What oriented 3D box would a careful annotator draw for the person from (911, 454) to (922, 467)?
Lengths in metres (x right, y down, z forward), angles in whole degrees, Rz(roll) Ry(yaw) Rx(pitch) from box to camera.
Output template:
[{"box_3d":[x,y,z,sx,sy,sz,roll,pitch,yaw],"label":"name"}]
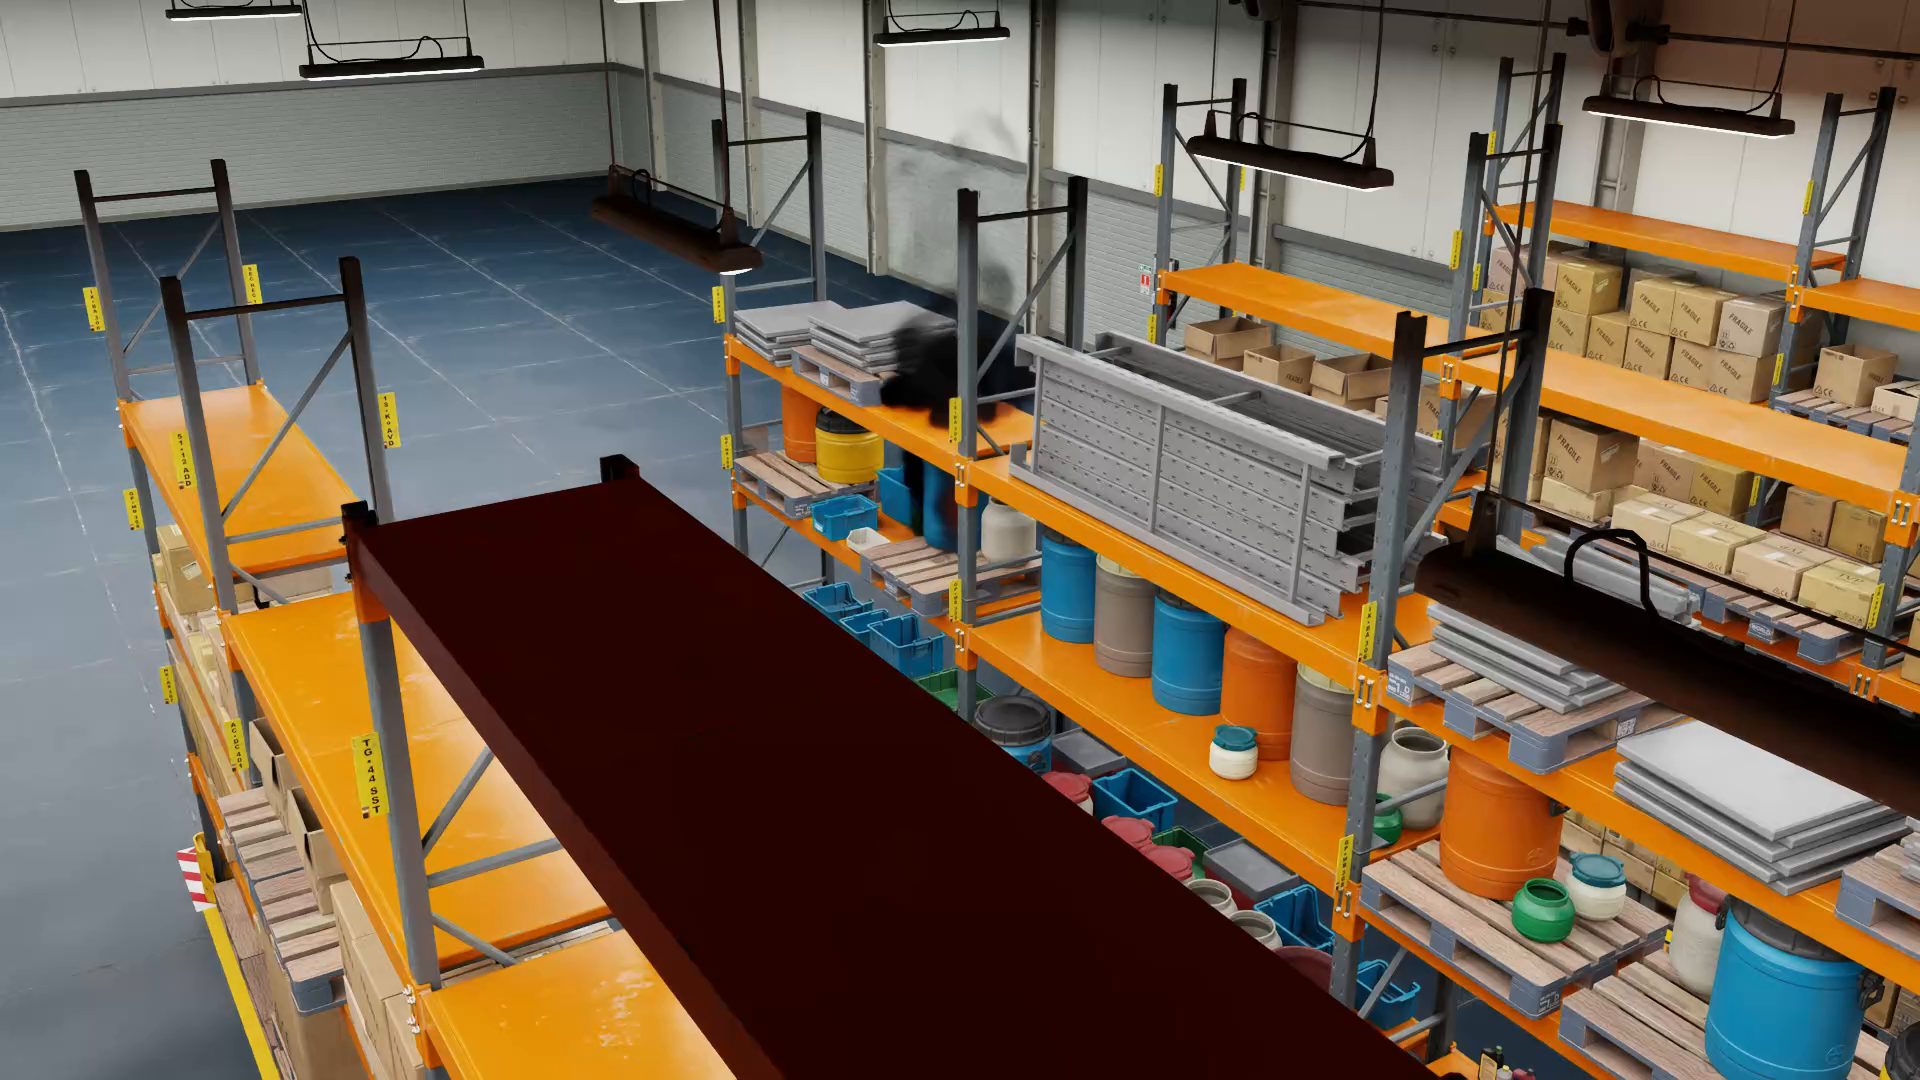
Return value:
[{"box_3d":[-0.415,-1.334,22.259,0.966,1.758,0.697,-5,22,-11],"label":"person"}]
